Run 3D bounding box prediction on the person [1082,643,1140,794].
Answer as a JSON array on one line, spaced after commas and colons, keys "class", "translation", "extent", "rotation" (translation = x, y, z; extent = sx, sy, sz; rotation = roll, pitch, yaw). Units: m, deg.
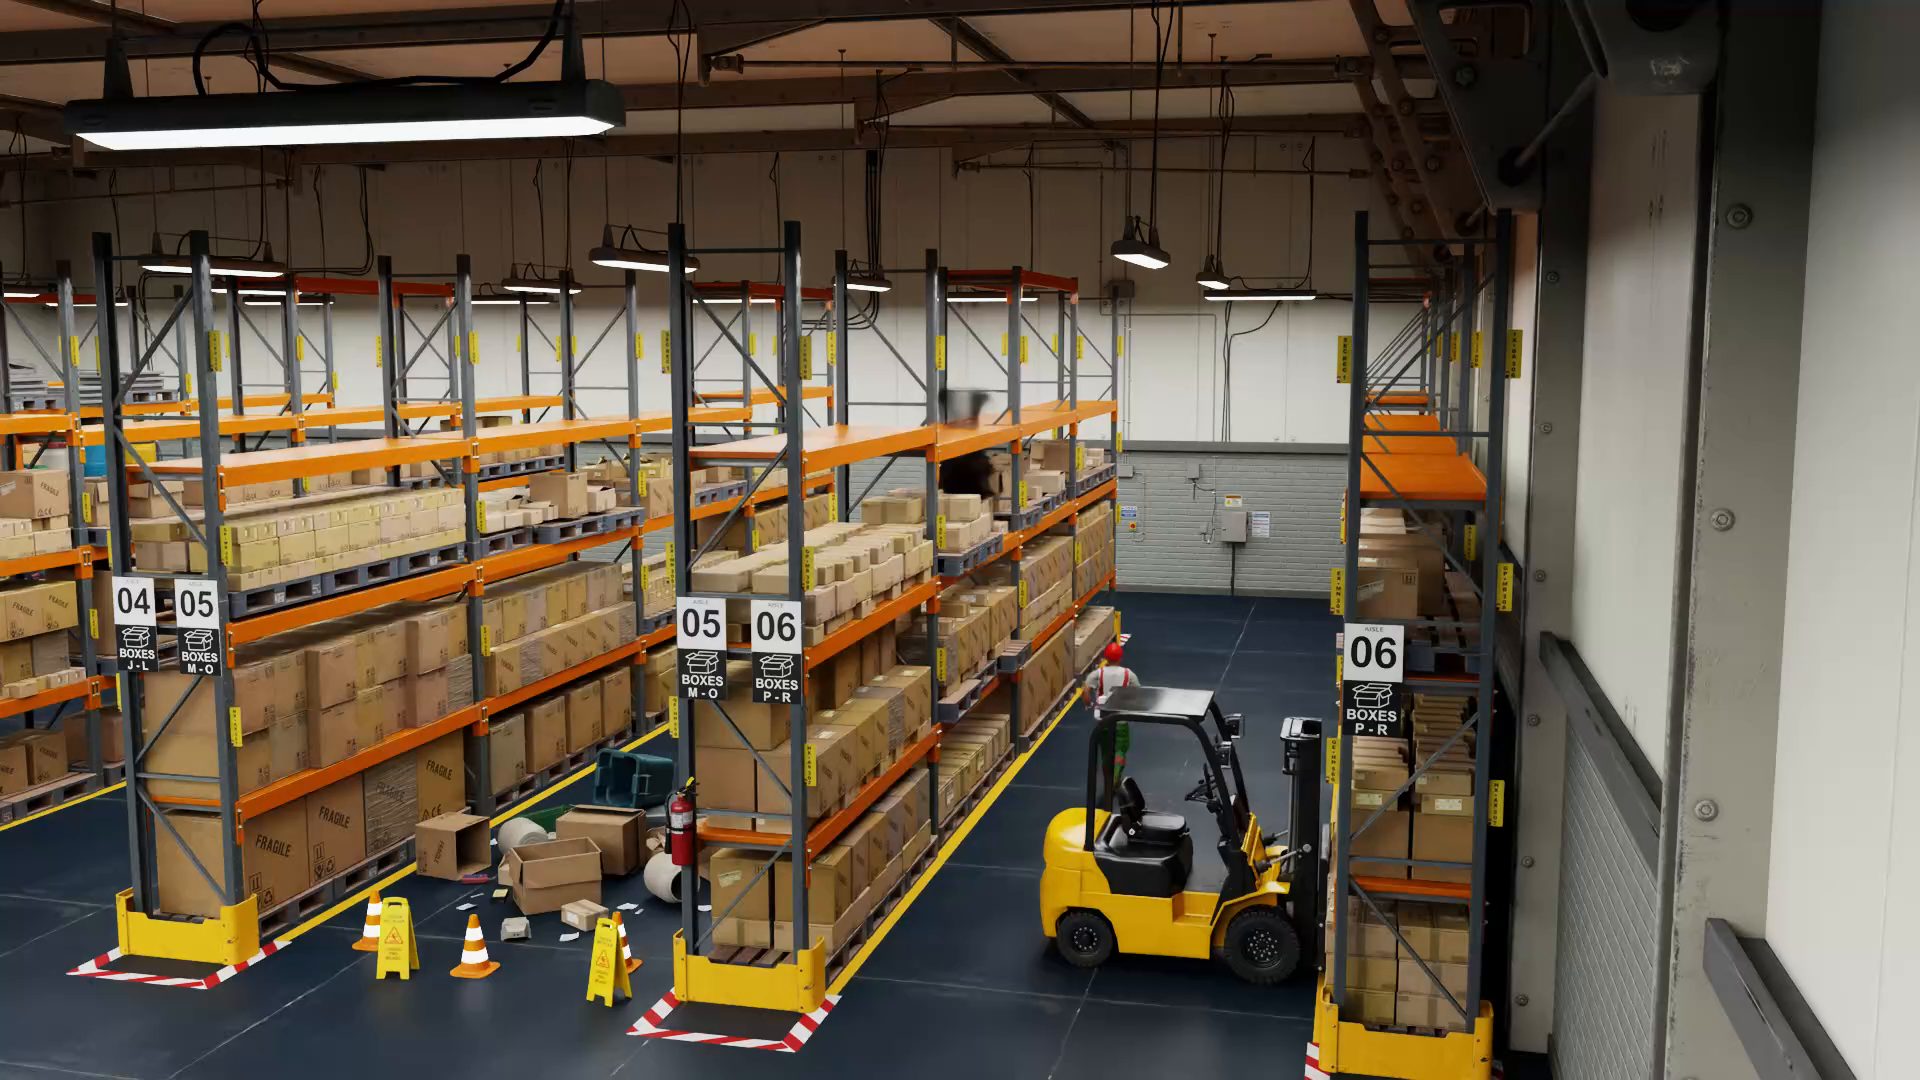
[{"class": "person", "translation": [1.703, 2.034, 18.558], "extent": [0.663, 1.794, 0.916], "rotation": [1, 7, 9]}]
